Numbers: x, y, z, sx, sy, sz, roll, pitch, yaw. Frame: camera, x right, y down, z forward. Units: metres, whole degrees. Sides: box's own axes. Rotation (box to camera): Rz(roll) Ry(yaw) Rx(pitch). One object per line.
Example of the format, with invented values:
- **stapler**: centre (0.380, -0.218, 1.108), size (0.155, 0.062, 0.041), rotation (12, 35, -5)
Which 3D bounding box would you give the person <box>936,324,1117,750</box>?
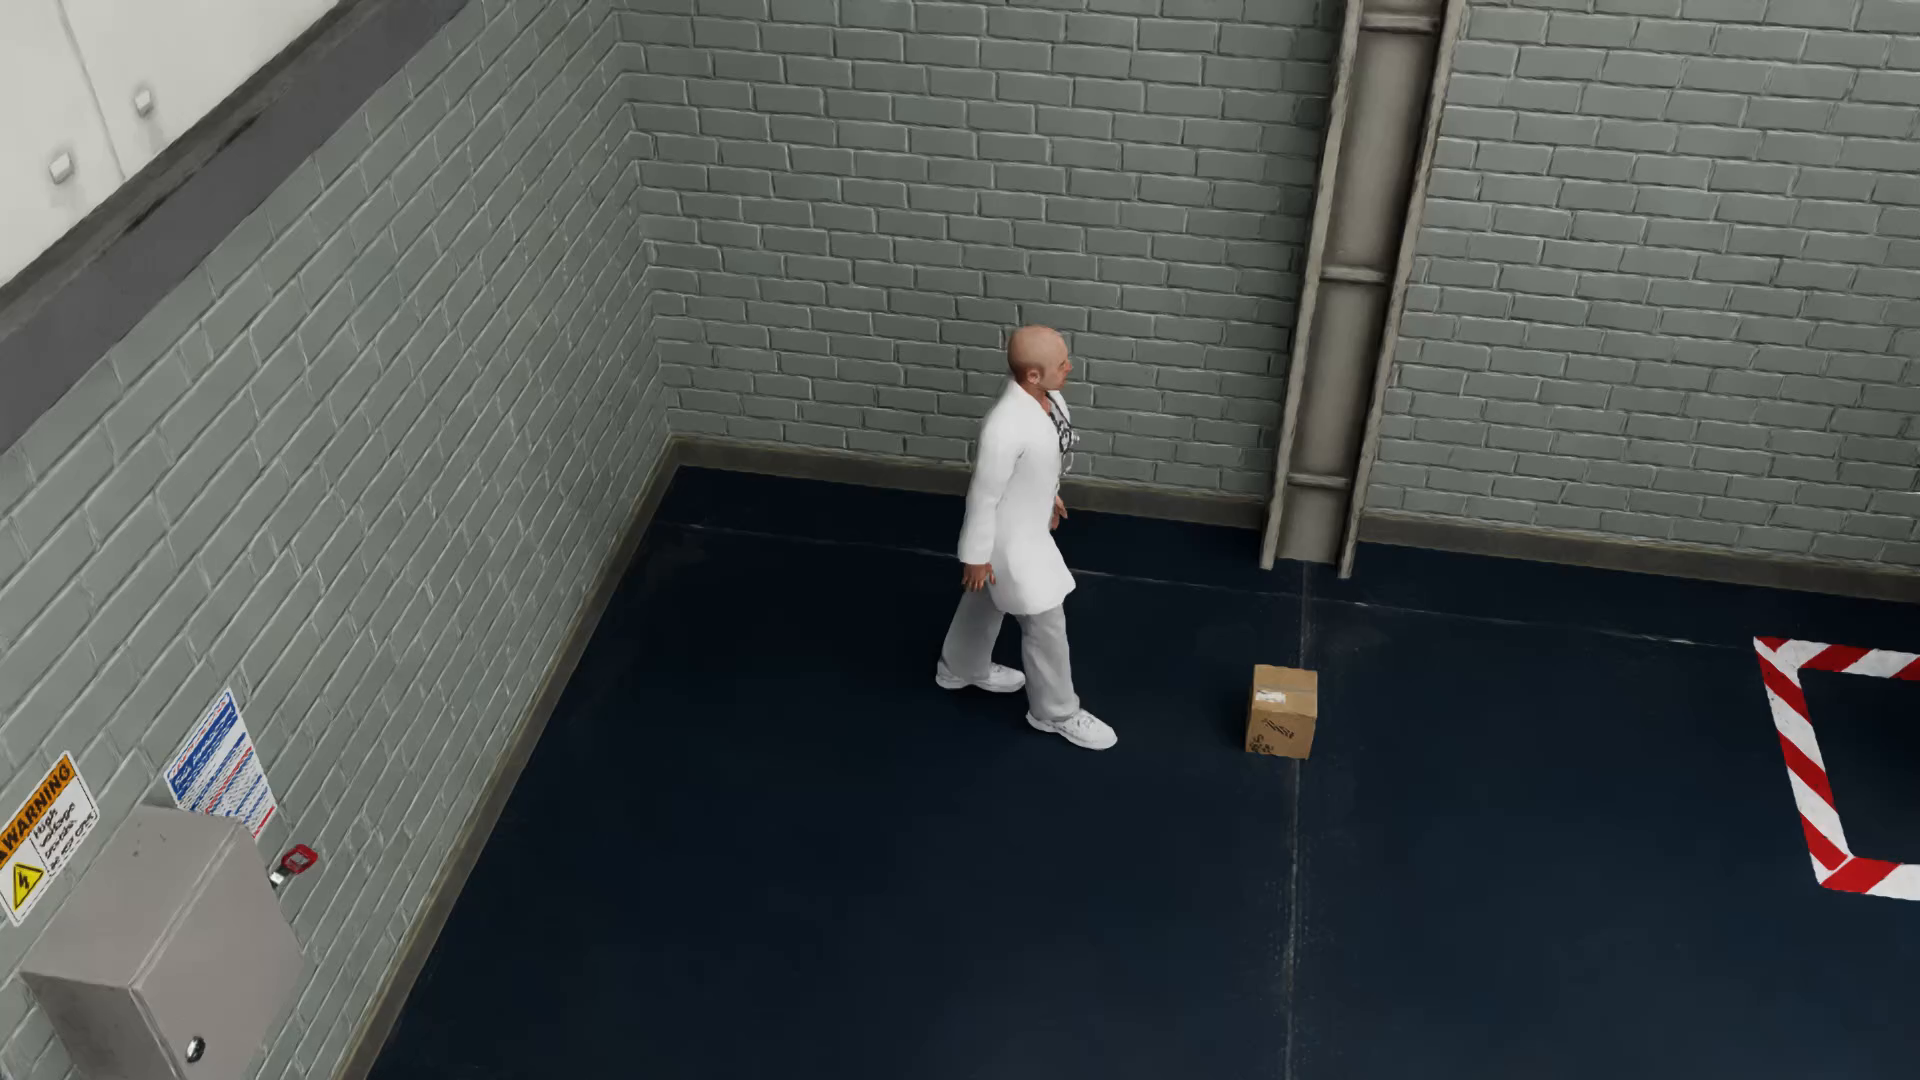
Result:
- **person**: centre (0.274, -0.047, 6.208), size (0.760, 1.773, 0.577), rotation (5, 40, 6)
